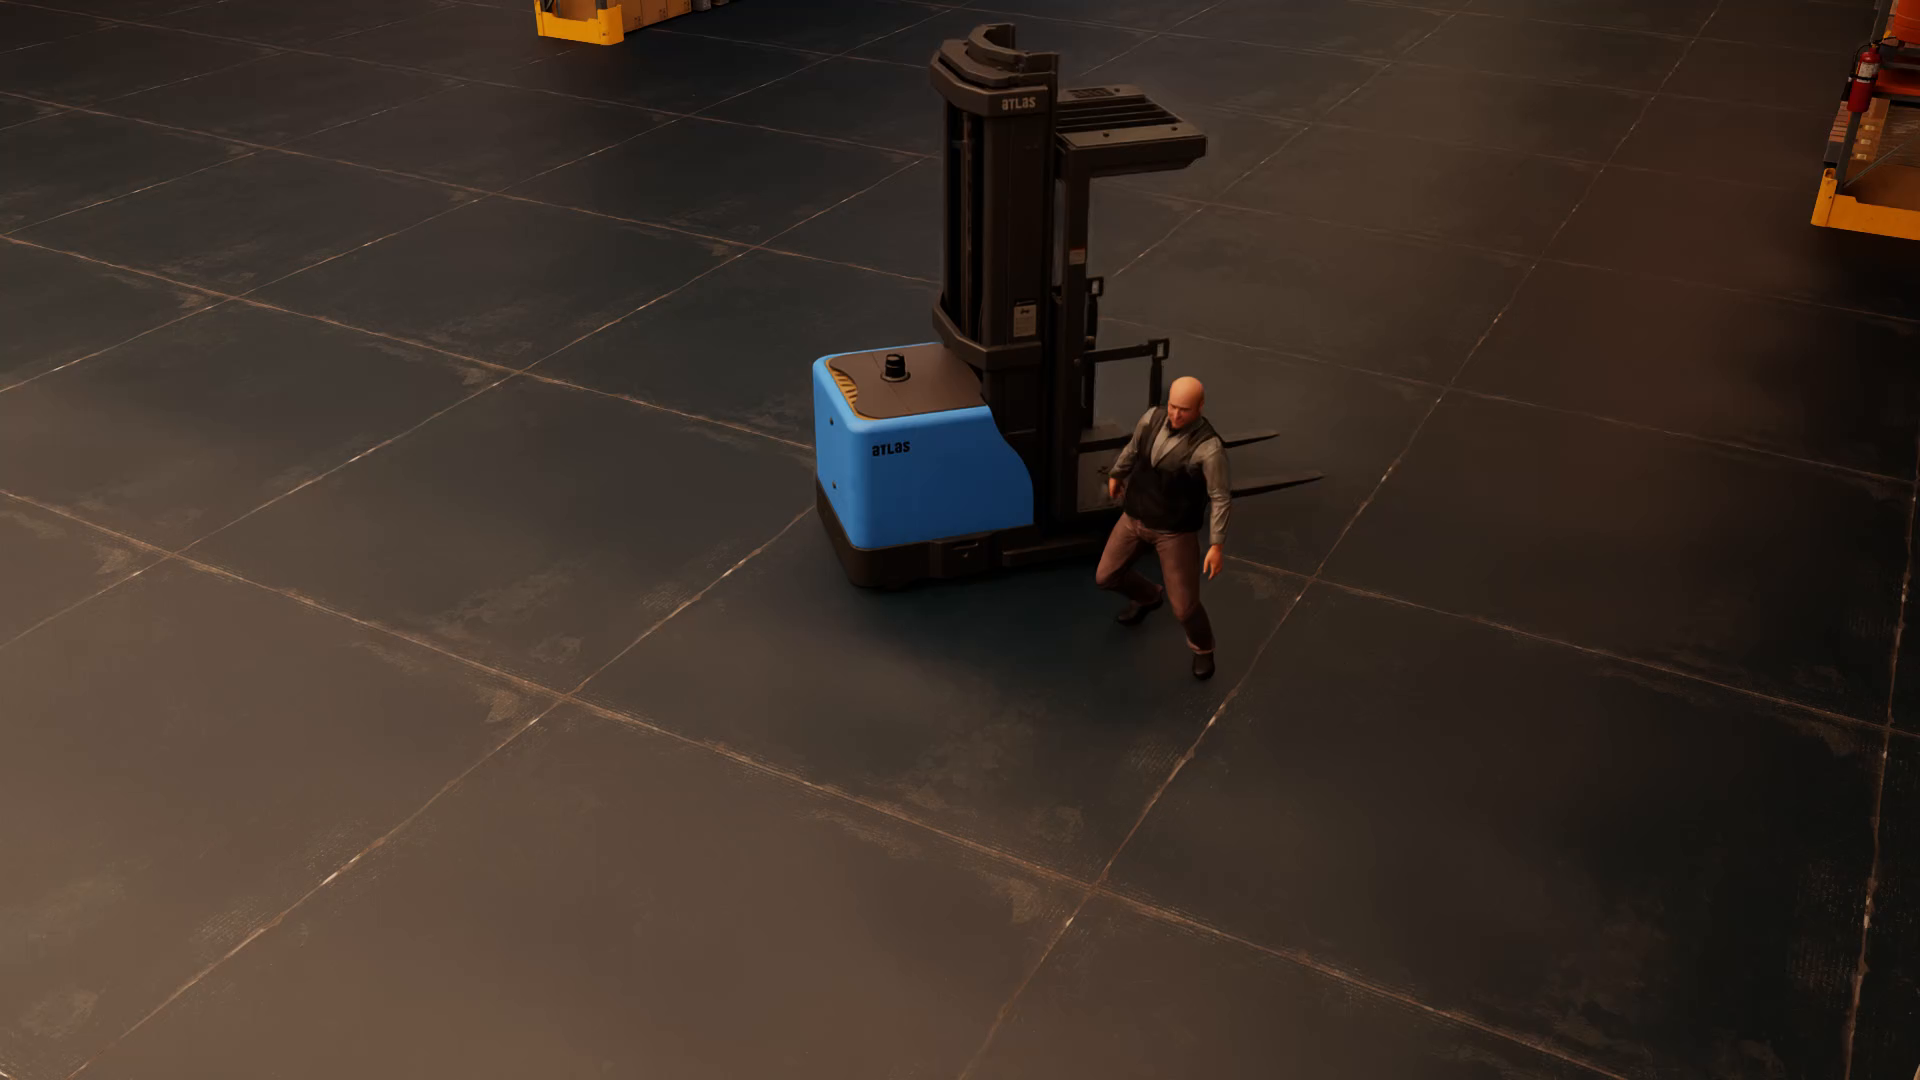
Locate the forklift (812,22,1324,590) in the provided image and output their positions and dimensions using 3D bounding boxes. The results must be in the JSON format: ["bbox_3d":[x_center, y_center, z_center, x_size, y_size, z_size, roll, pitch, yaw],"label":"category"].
[{"bbox_3d":[0.701,-1.404,9.503,3.031,2.935,1.130,-9,31,-15],"label":"forklift"}]

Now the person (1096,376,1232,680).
[{"bbox_3d":[1.045,-0.122,8.592,0.486,1.636,0.882,-23,37,-34],"label":"person"}]
